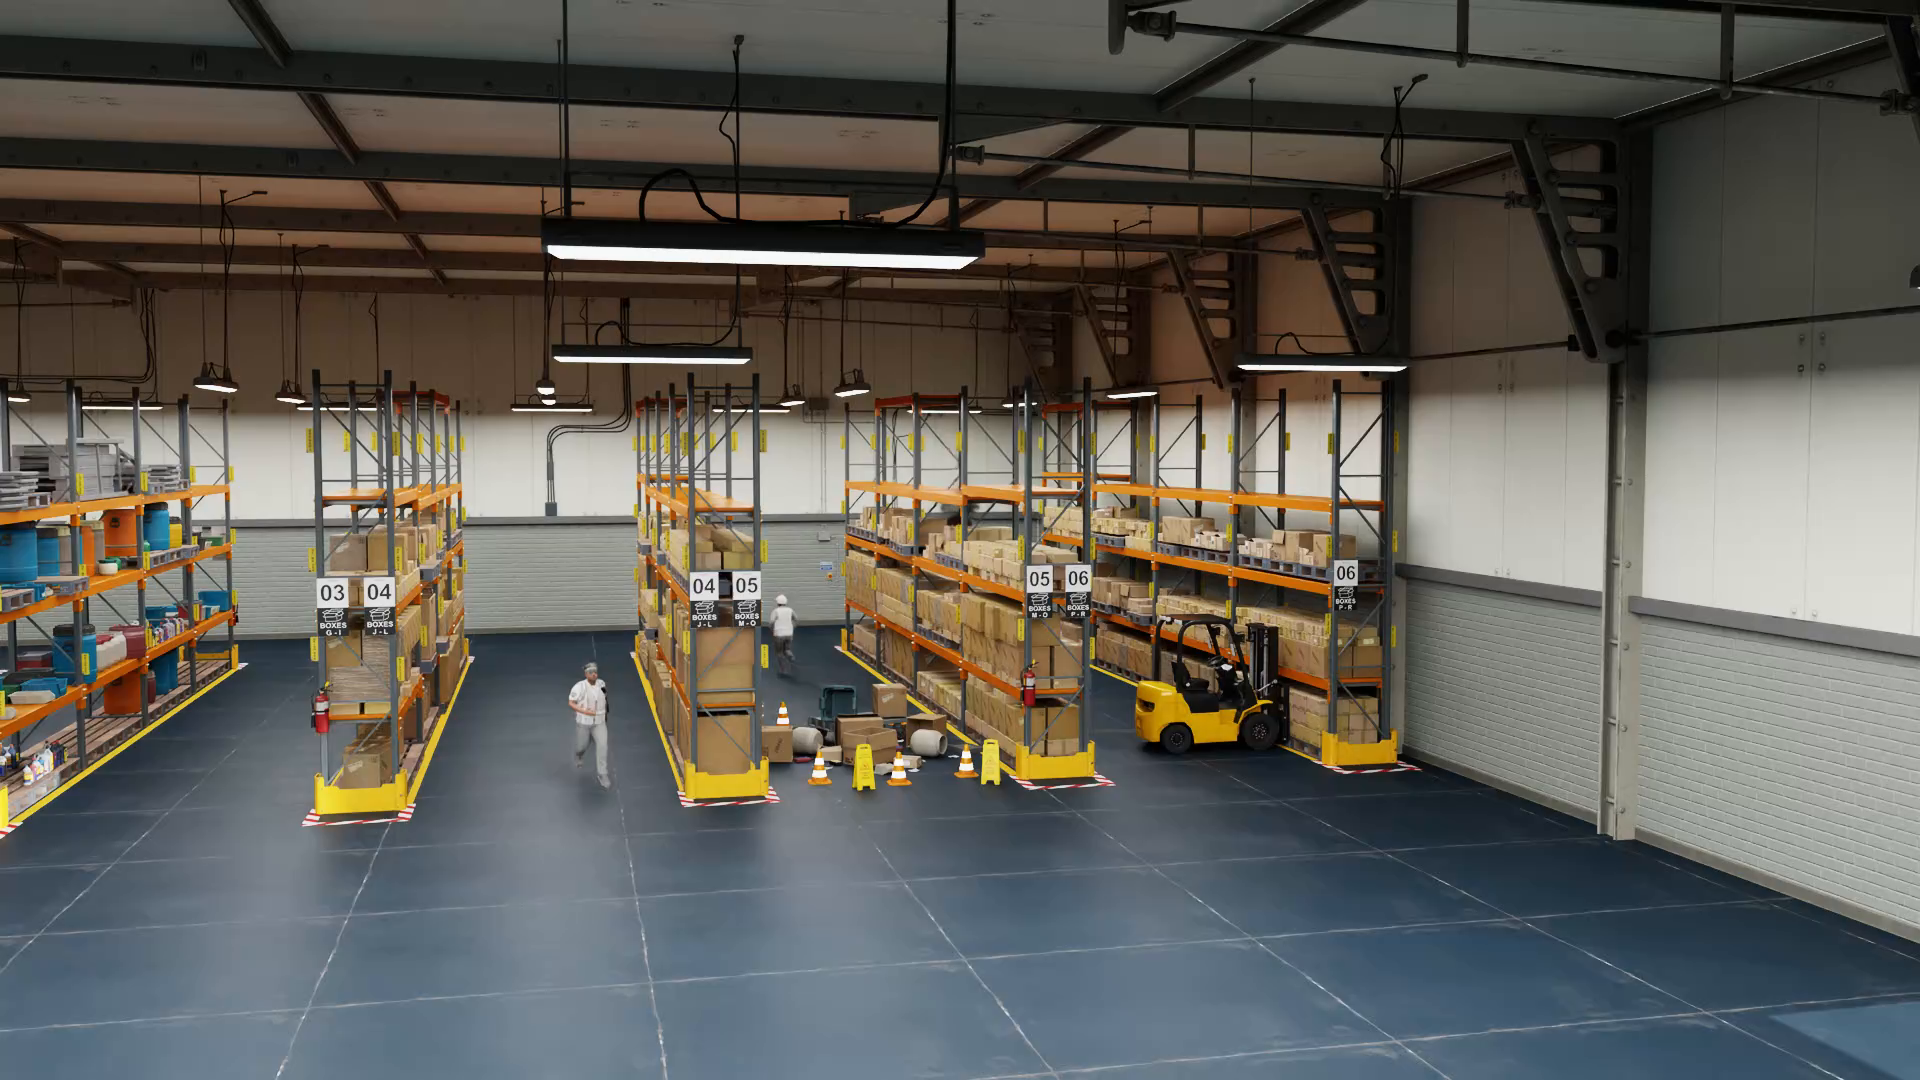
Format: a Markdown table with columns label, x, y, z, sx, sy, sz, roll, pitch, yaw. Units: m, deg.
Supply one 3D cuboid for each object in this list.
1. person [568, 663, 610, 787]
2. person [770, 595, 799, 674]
| label | x | y | z | sx | sy | sz | roll | pitch | yaw |
| --- | --- | --- | --- | --- | --- | --- | --- | --- | --- |
| person | -5.507 | 2.705 | 24.688 | 0.629 | 1.802 | 1.140 | -2 | 4 | -27 |
| person | -3.816 | 2.066 | 36.062 | 0.681 | 1.743 | 0.673 | -2 | 4 | -32 |
